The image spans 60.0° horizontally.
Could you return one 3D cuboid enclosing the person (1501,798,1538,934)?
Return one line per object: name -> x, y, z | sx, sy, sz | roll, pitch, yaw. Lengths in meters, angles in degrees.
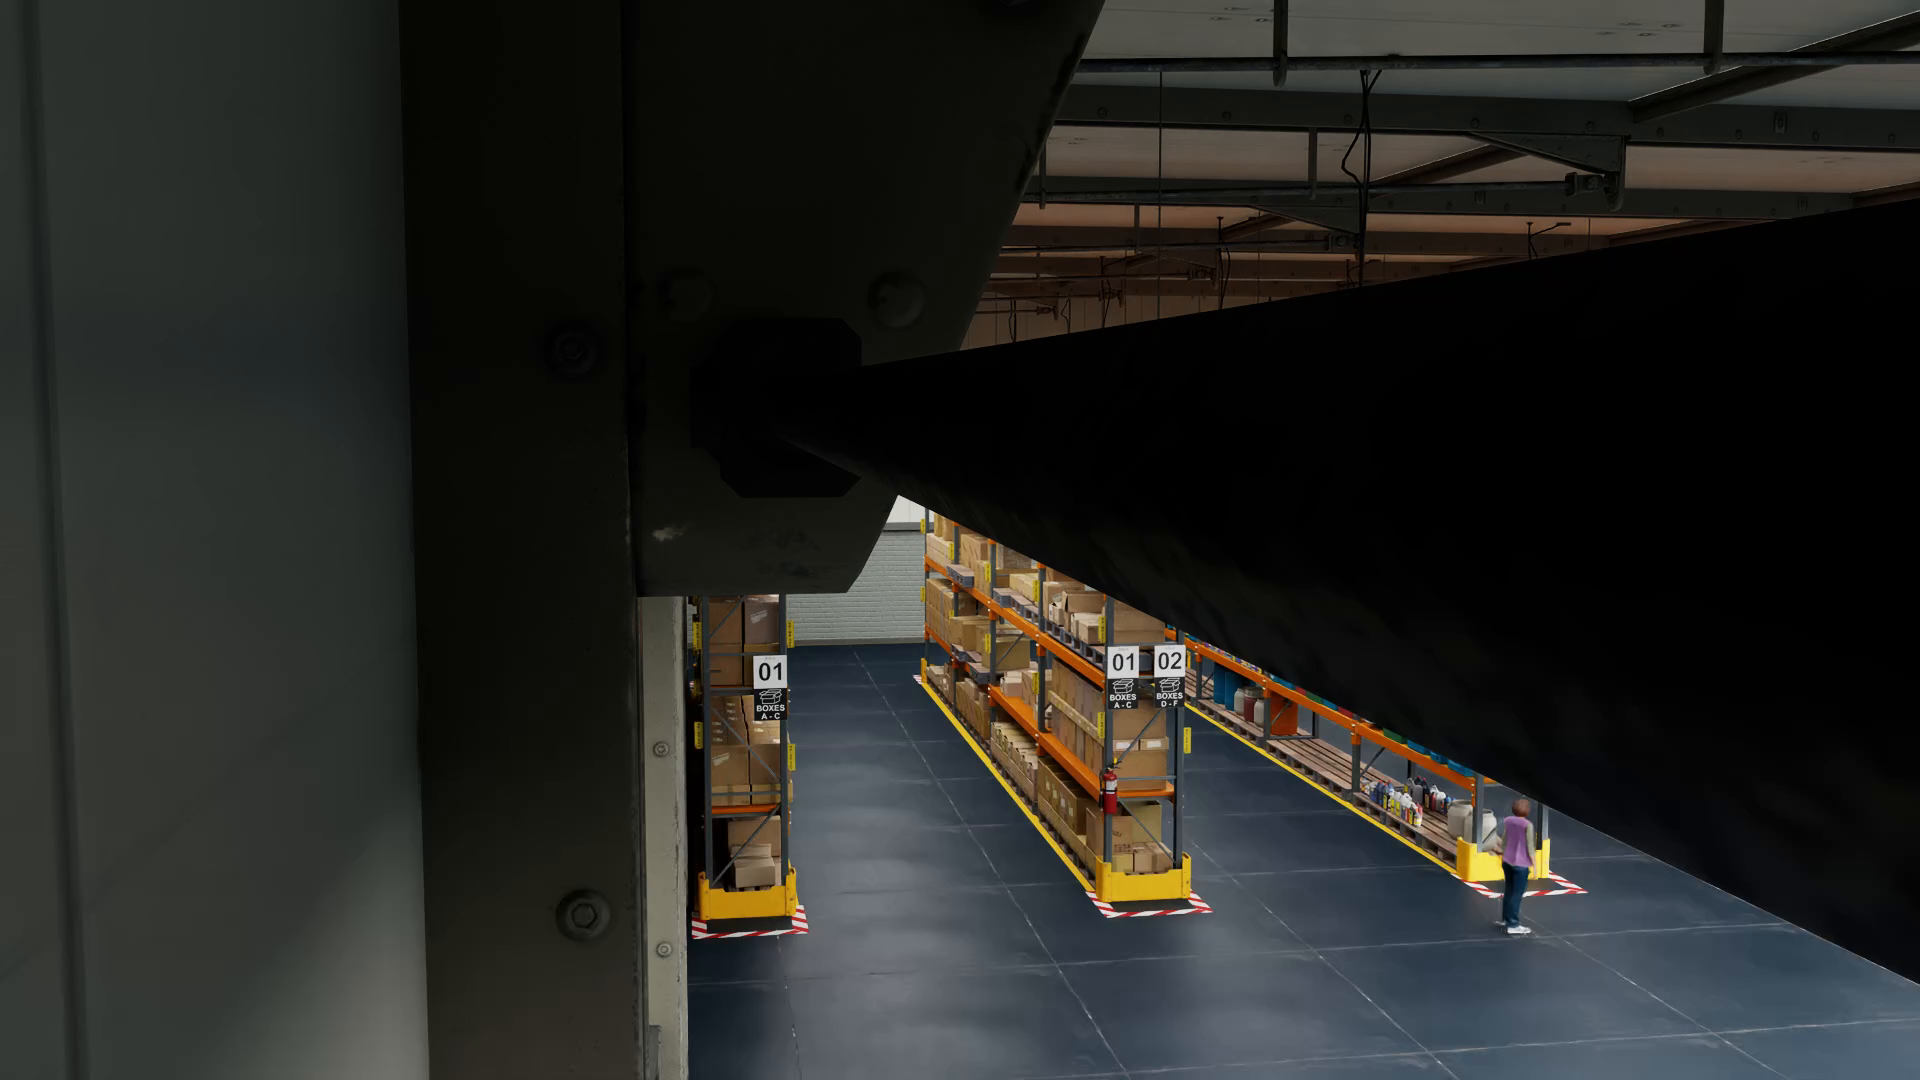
person -> 6.589, 3.845, 19.568 | 0.427, 1.582, 0.504 | -3, 6, -30
